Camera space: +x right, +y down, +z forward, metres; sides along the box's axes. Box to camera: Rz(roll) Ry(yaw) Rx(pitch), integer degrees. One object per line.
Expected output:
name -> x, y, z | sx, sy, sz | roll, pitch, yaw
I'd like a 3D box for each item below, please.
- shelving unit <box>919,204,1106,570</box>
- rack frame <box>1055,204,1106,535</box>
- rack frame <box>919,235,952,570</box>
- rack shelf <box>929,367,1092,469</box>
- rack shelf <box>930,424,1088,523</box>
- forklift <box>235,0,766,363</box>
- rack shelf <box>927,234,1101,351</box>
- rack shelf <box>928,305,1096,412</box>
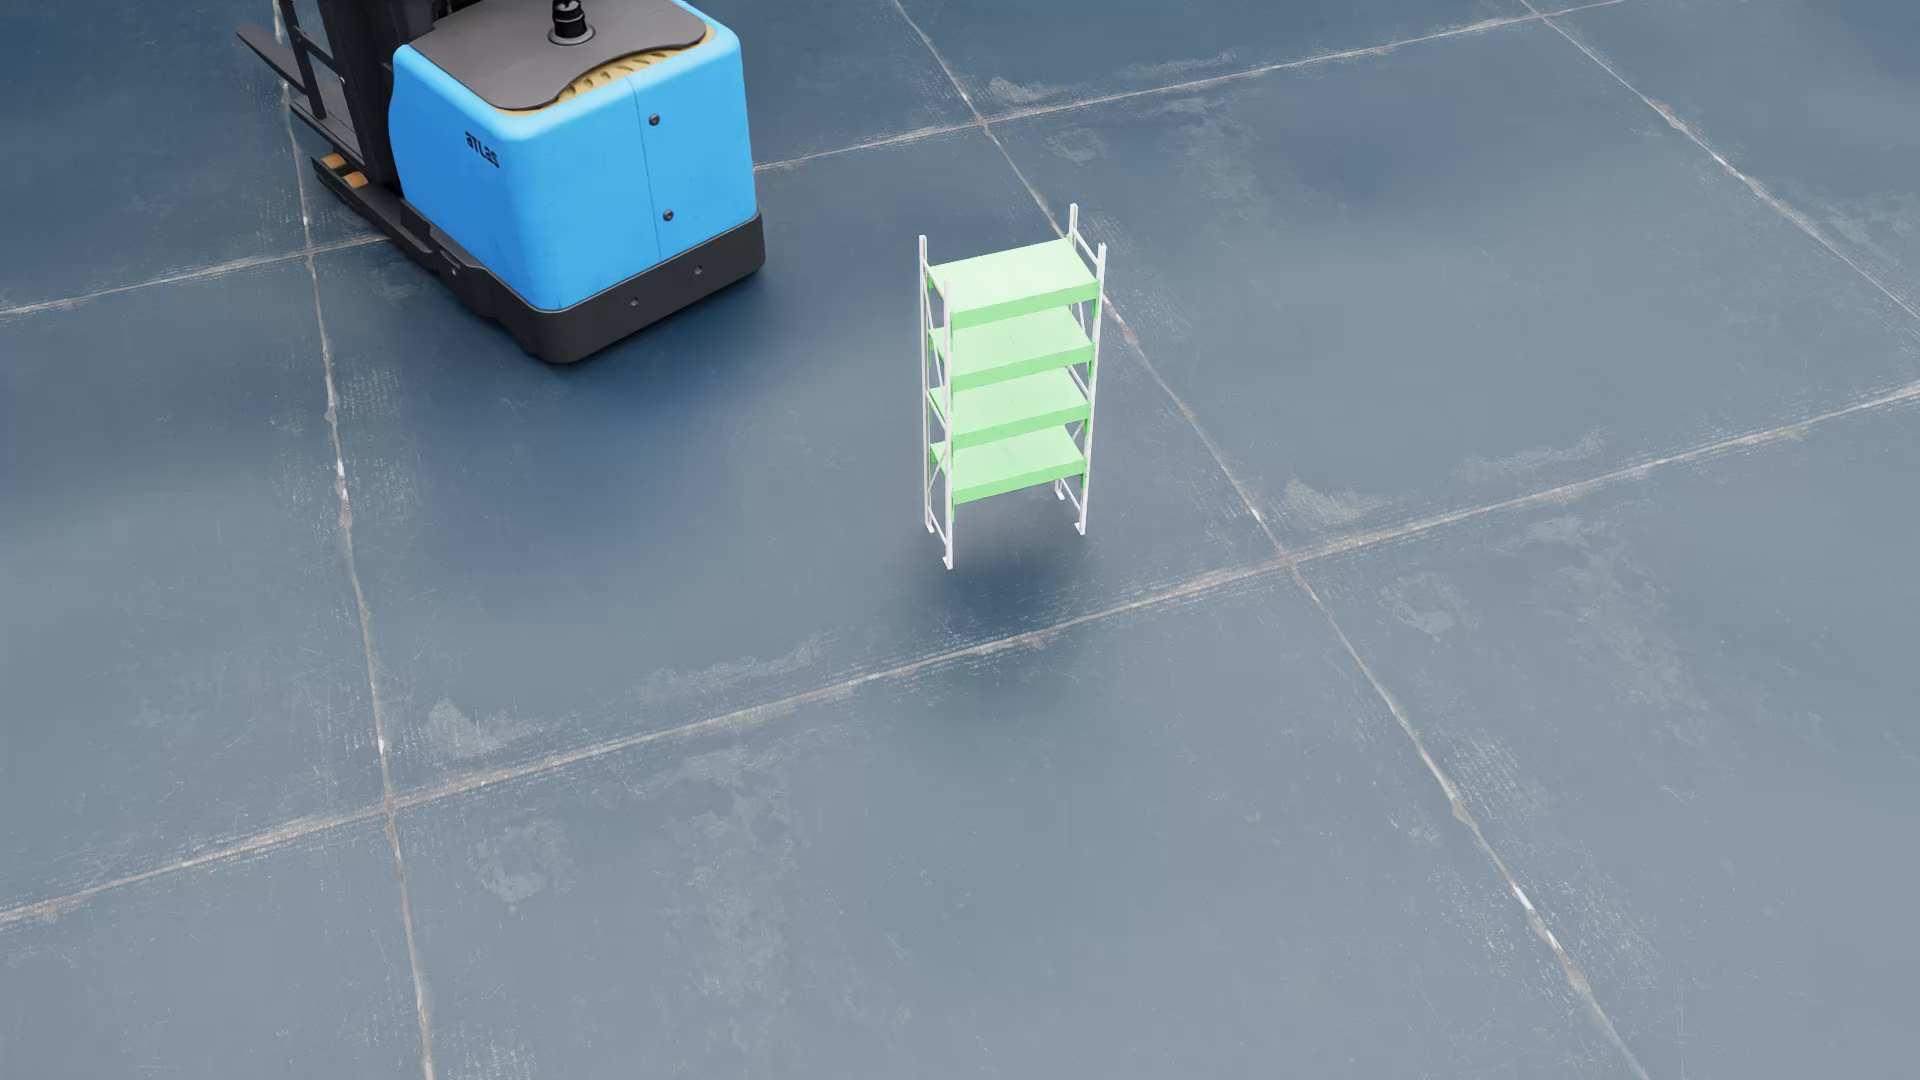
shelving unit -> 0.156, -0.463, 5.365 | 0.503, 1.200, 0.258 | -14, 47, -14
rack frame -> 0.385, -0.522, 5.423 | 0.015, 1.200, 0.240 | -14, 47, -14
rack frame -> -0.074, -0.405, 5.306 | 0.015, 1.200, 0.240 | -14, 47, -14
rack shelf -> 0.156, -0.418, 5.410 | 0.480, 0.148, 0.258 | -14, 47, -14
rack shelf -> 0.156, -0.249, 5.580 | 0.480, 0.148, 0.258 | -14, 47, -14
forklift -> -2.157, -2.666, 6.338 | 1.130, 2.935, 3.031 | -33, 54, -28
rack shelf -> 0.156, -0.757, 5.070 | 0.480, 0.148, 0.258 | -14, 47, -14
rack shelf -> 0.156, -0.588, 5.240 | 0.480, 0.148, 0.258 | -14, 47, -14
